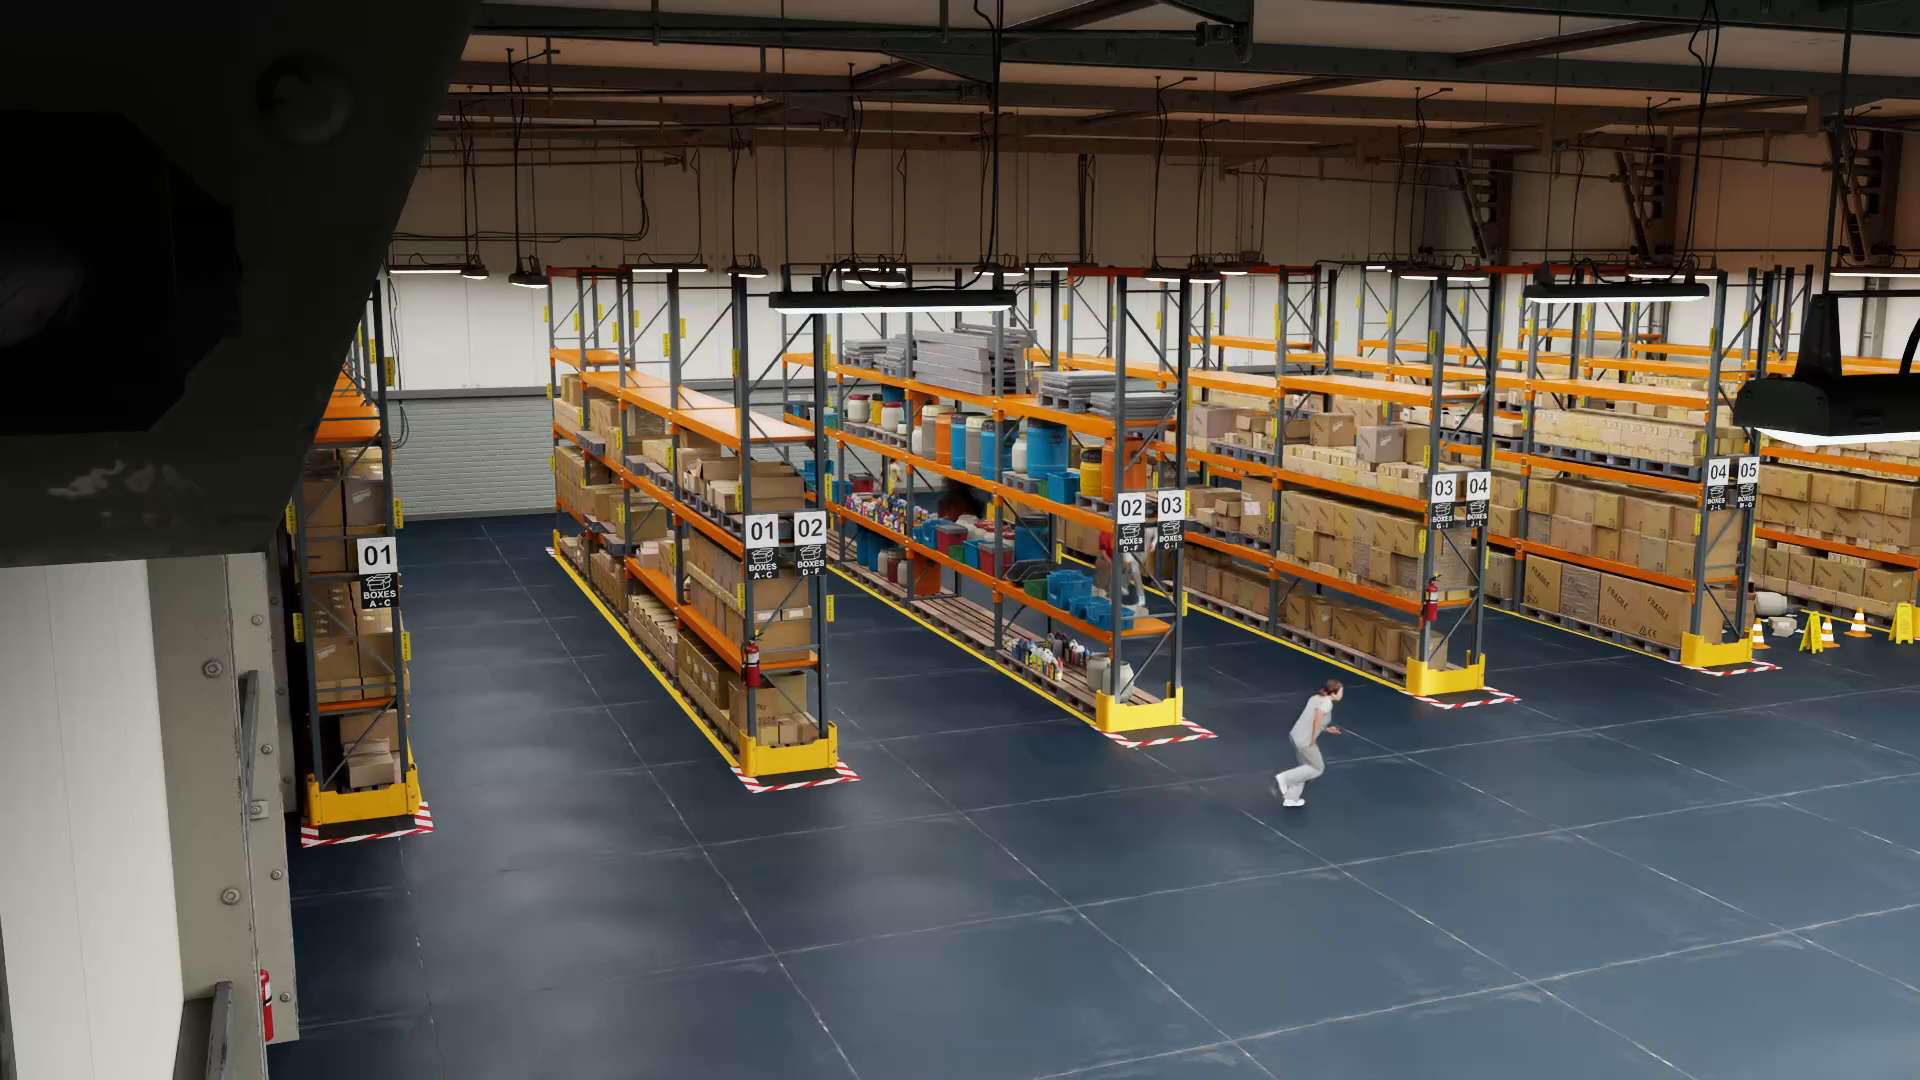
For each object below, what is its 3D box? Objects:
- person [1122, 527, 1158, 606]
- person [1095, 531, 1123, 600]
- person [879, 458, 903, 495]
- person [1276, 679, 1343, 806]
[{"bbox_3d":[3.090,0.242,29.127,0.699,1.666,1.090,-3,10,-14],"label":"person"},{"bbox_3d":[2.474,0.441,27.685,0.665,1.780,0.704,7,12,33],"label":"person"},{"bbox_3d":[-1.616,-1.196,38.756,0.716,1.664,0.455,-6,12,-31],"label":"person"},{"bbox_3d":[4.015,2.357,19.026,0.782,1.451,0.581,-2,10,-9],"label":"person"}]
